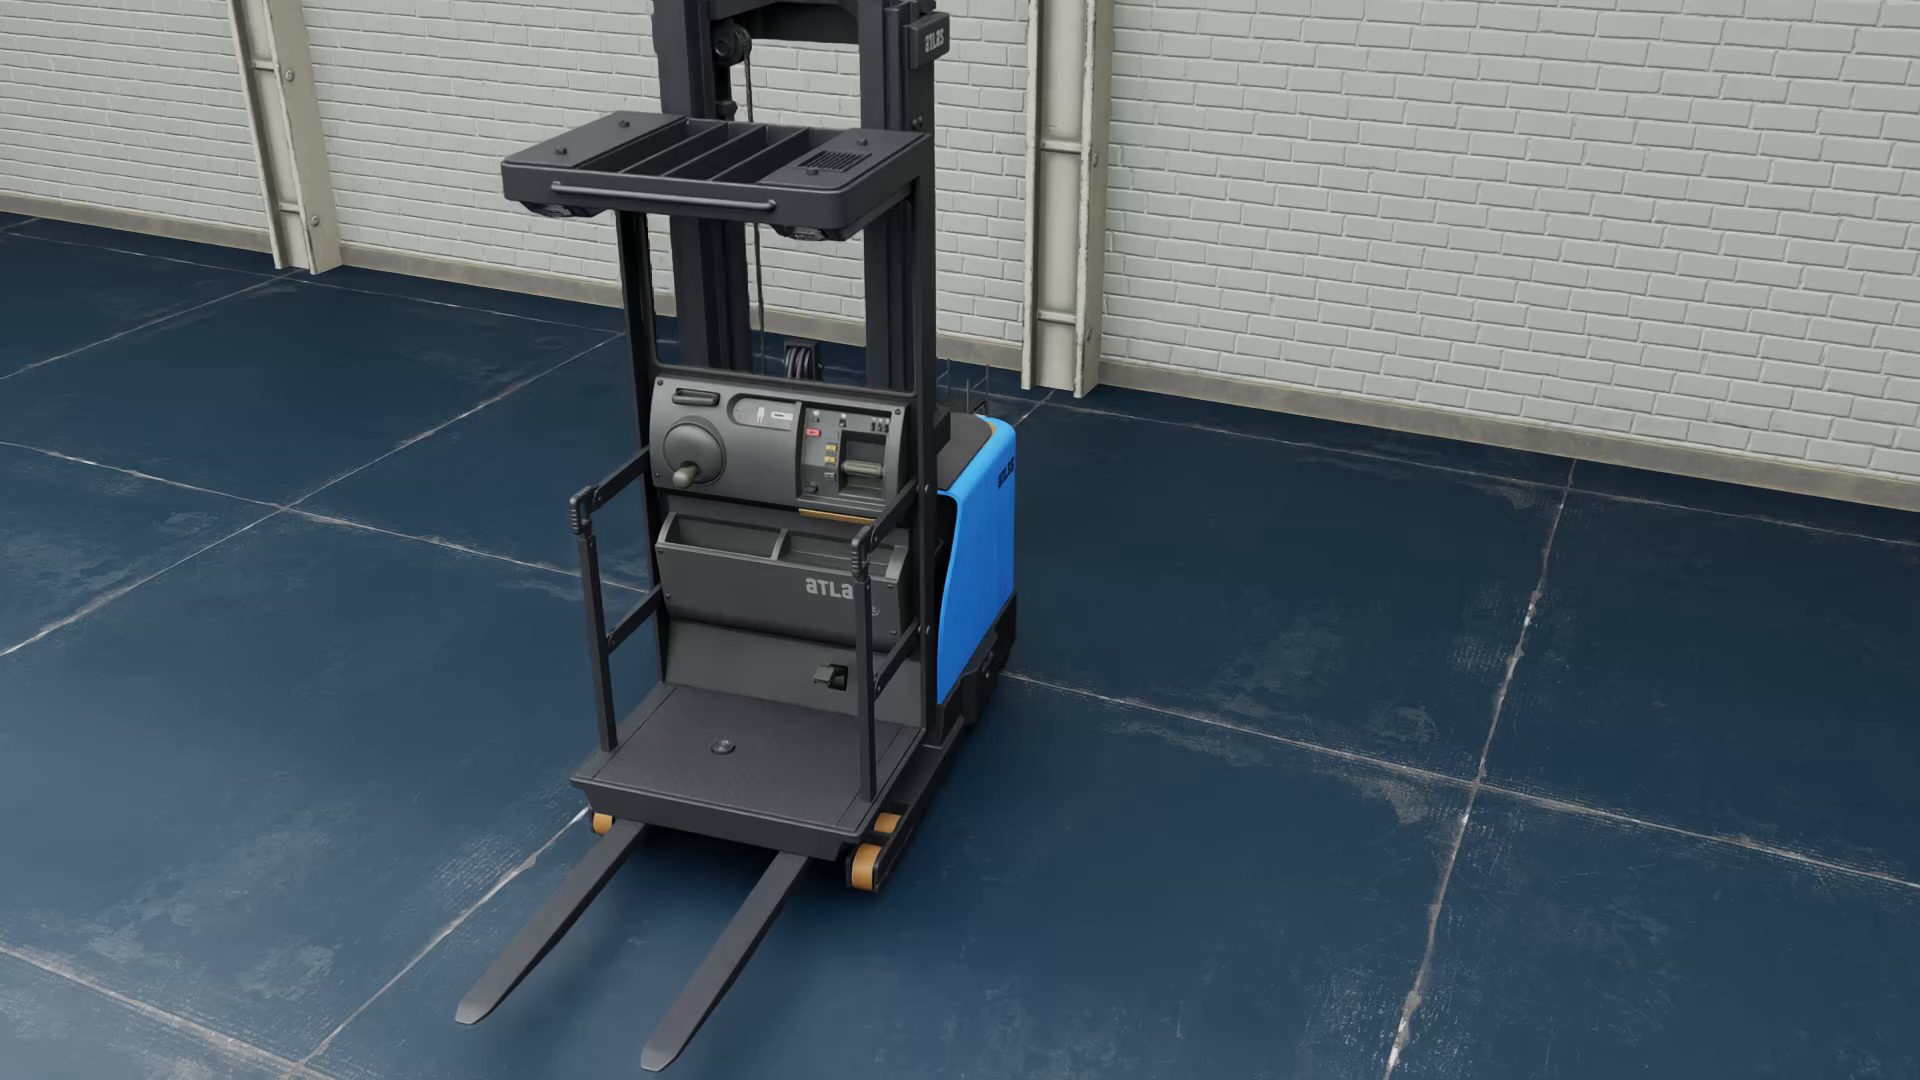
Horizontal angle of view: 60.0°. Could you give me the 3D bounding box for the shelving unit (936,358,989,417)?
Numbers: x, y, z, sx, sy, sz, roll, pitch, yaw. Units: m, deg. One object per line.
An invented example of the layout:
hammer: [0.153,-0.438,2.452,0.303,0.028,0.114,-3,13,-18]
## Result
shelving unit: [-0.007,-0.405,8.054,0.210,0.900,0.258,11,28,22]

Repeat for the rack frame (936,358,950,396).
rack frame: [-0.100,-0.424,8.092,0.006,0.900,0.240,11,28,22]

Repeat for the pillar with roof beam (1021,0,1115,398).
pillar with roof beam: [-1.167,-3.256,4.675,0.400,9.000,9.100,11,28,22]

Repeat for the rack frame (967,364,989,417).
rack frame: [0.085,-0.387,8.016,0.006,0.900,0.240,11,28,22]

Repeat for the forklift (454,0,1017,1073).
forklift: [-0.699,-0.294,5.530,1.130,2.935,3.031,8,27,16]

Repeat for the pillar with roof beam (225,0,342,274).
pillar with roof beam: [-6.629,-4.353,6.903,0.400,9.000,9.100,11,28,22]

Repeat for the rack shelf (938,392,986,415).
rack shelf: [-0.007,-0.618,7.950,0.200,0.077,0.258,11,28,22]

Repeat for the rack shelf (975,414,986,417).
rack shelf: [-0.007,-0.537,7.989,0.200,0.077,0.258,11,28,22]
